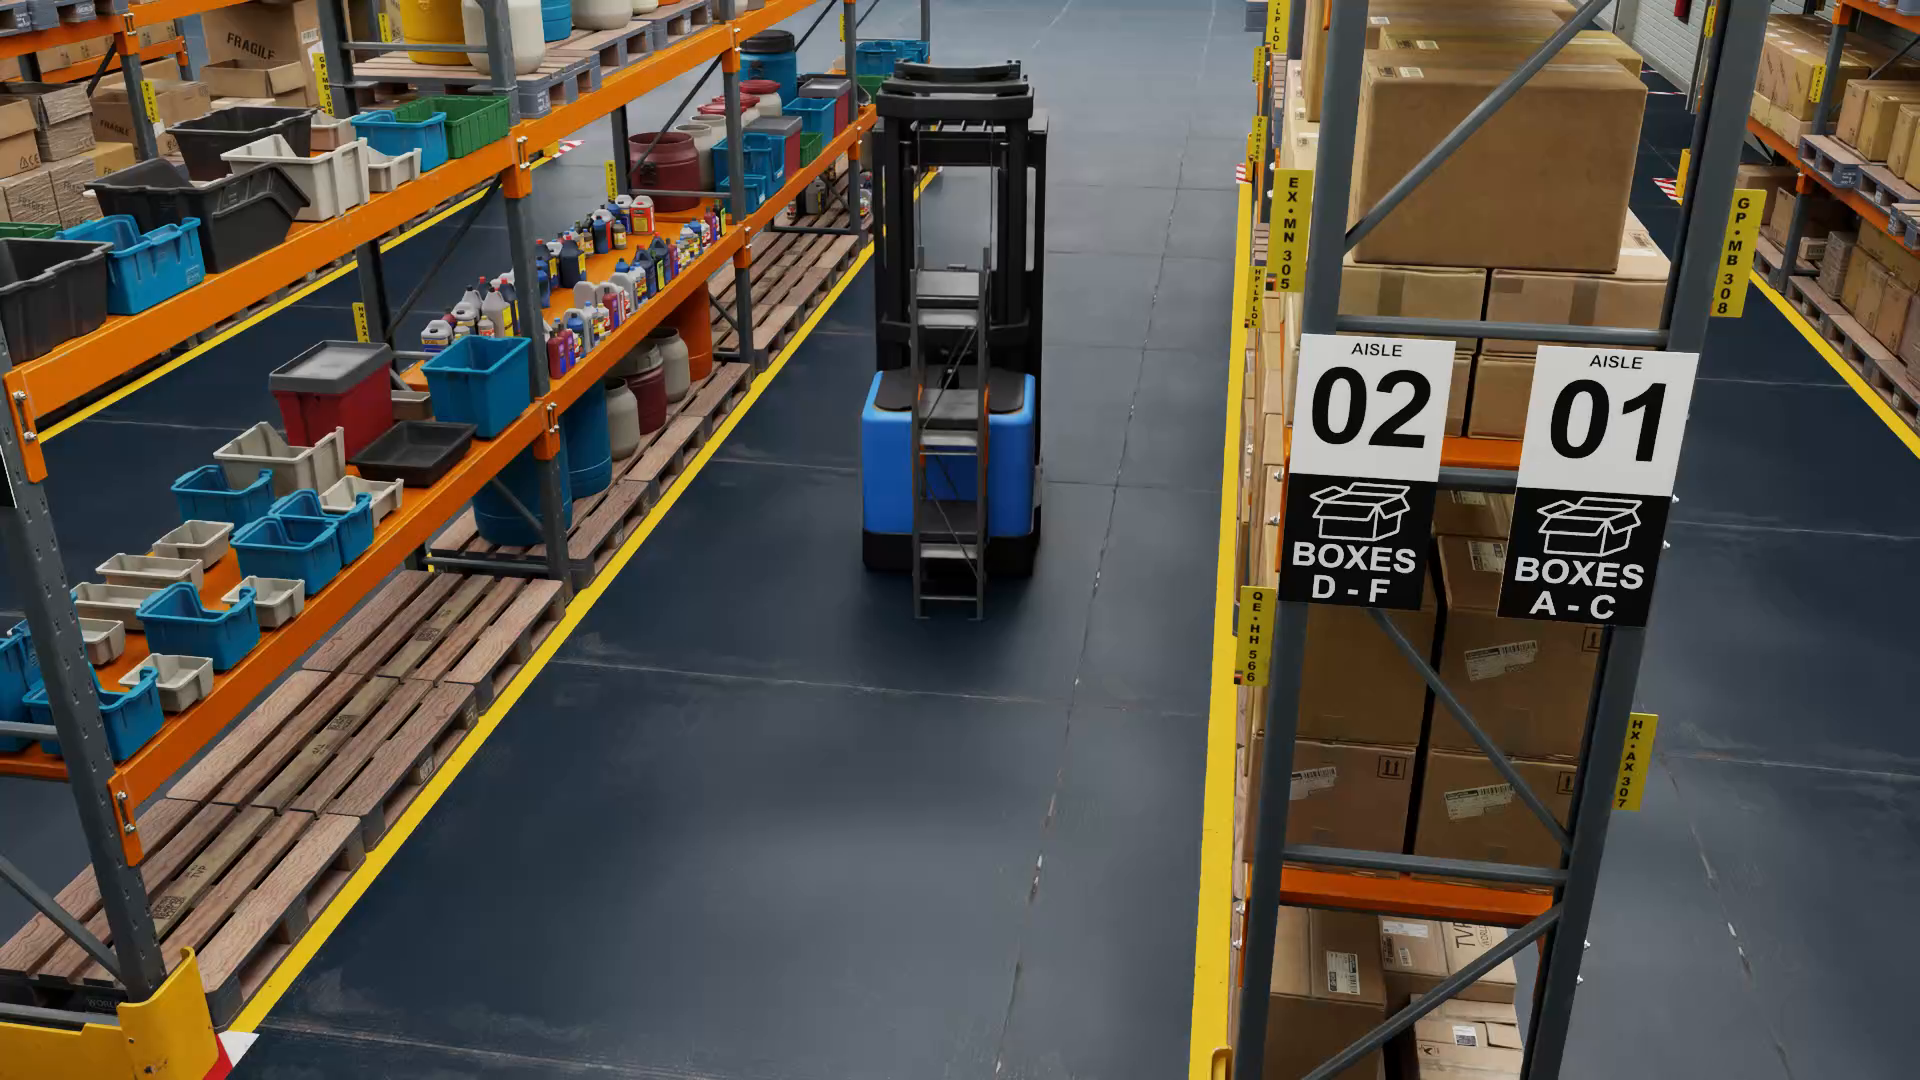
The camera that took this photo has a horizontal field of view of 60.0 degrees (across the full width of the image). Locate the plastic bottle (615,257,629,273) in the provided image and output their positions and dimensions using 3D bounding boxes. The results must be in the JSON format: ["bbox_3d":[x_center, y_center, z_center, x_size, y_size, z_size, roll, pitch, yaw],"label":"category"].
[{"bbox_3d":[-2.250,-1.750,11.103,0.097,0.271,0.097,0,25,0],"label":"plastic bottle"}]

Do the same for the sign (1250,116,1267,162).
[{"bbox_3d":[2.166,-2.909,12.061,0.100,0.325,0.005,4,25,9],"label":"sign"}]

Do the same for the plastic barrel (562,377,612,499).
[{"bbox_3d":[-2.605,-0.782,10.861,0.600,0.901,0.708,4,25,9],"label":"plastic barrel"}]

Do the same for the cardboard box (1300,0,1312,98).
[{"bbox_3d":[1.797,-2.126,6.918,0.700,0.500,0.500,4,25,9],"label":"cardboard box"}]

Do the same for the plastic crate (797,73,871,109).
[{"bbox_3d":[-1.308,-4.547,16.999,0.767,0.338,0.504,4,25,9],"label":"plastic crate"}]

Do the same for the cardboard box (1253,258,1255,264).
[{"bbox_3d":[2.720,-2.211,14.022,0.500,0.311,0.500,4,25,8],"label":"cardboard box"}]

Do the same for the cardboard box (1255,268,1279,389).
[{"bbox_3d":[1.705,-0.995,8.040,0.500,0.500,0.500,5,25,10],"label":"cardboard box"}]

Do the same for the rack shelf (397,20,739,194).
[{"bbox_3d":[-2.499,-2.888,10.693,1.077,0.370,4.000,4,25,9],"label":"rack shelf"}]

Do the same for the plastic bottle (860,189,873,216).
[{"bbox_3d":[-1.008,-3.571,17.534,0.152,0.276,0.135,5,26,10],"label":"plastic bottle"}]

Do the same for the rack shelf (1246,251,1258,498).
[{"bbox_3d":[2.387,-1.185,10.592,1.077,0.370,4.000,4,25,9],"label":"rack shelf"}]

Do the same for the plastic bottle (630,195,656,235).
[{"bbox_3d":[-2.412,-2.467,12.628,0.152,0.276,0.135,4,25,9],"label":"plastic bottle"}]

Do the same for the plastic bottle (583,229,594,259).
[{"bbox_3d":[-2.706,-2.148,12.034,0.097,0.201,0.097,0,25,0],"label":"plastic bottle"}]

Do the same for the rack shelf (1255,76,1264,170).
[{"bbox_3d":[3.694,-4.531,17.740,1.077,0.370,4.000,4,25,9],"label":"rack shelf"}]

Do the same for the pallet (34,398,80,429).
[{"bbox_3d":[-7.464,-0.939,12.507,1.003,0.211,1.213,4,25,9],"label":"pallet"}]

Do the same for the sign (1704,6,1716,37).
[{"bbox_3d":[8.373,-5.781,18.542,0.100,0.325,0.005,4,25,9],"label":"sign"}]

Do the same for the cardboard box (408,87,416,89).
[{"bbox_3d":[-6.020,-4.767,17.693,0.380,0.149,0.250,4,25,9],"label":"cardboard box"}]

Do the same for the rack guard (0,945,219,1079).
[{"bbox_3d":[-3.471,1.797,6.322,1.175,0.500,0.348,4,25,9],"label":"rack guard"}]

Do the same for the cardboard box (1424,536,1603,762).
[{"bbox_3d":[1.739,0.333,5.203,0.500,0.500,0.500,5,26,10],"label":"cardboard box"}]

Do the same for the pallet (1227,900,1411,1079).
[{"bbox_3d":[1.548,1.896,6.450,1.003,0.211,1.213,4,25,9],"label":"pallet"}]

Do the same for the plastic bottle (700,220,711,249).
[{"bbox_3d":[-1.892,-2.260,12.274,0.097,0.201,0.097,0,25,0],"label":"plastic bottle"}]

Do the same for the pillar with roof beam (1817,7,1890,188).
[{"bbox_3d":[5.401,-8.014,17.257,9.100,9.000,0.400,4,25,9],"label":"pillar with roof beam"}]

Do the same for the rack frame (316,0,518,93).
[{"bbox_3d":[-2.826,-3.736,8.117,1.000,3.000,0.127,4,25,9],"label":"rack frame"}]

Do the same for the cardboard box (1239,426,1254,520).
[{"bbox_3d":[2.029,-0.384,10.461,0.500,0.500,0.500,4,25,9],"label":"cardboard box"}]

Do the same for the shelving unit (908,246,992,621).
[{"bbox_3d":[-0.051,-0.587,9.528,0.431,2.100,0.503,2,25,3],"label":"shelving unit"}]

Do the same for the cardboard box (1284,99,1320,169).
[{"bbox_3d":[1.562,-1.588,6.653,0.500,0.250,0.500,4,25,9],"label":"cardboard box"}]

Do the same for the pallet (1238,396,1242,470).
[{"bbox_3d":[2.554,-0.775,12.156,1.003,0.211,1.213,4,25,9],"label":"pallet"}]

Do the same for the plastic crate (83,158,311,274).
[{"bbox_3d":[-2.959,-1.297,6.517,0.504,0.338,0.767,4,25,9],"label":"plastic crate"}]

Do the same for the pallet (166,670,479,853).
[{"bbox_3d":[-3.105,1.066,8.224,1.003,0.211,1.213,4,25,9],"label":"pallet"}]

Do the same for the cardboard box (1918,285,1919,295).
[{"bbox_3d":[7.823,-1.951,12.926,0.500,0.250,0.500,4,25,10],"label":"cardboard box"}]

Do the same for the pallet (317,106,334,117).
[{"bbox_3d":[-6.674,-4.312,16.650,1.003,0.211,1.213,4,25,9],"label":"pallet"}]

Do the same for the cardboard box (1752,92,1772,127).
[{"bbox_3d":[8.190,-4.258,16.462,0.500,0.250,0.500,4,25,8],"label":"cardboard box"}]

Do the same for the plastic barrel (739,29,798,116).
[{"bbox_3d":[-1.881,-4.452,16.131,0.600,0.901,0.708,4,25,9],"label":"plastic barrel"}]

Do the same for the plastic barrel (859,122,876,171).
[{"bbox_3d":[-0.979,-4.611,19.503,0.421,0.512,0.421,0,25,0],"label":"plastic barrel"}]

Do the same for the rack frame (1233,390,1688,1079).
[{"bbox_3d":[1.406,0.998,5.079,1.000,3.000,0.127,4,25,9],"label":"rack frame"}]

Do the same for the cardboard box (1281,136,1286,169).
[{"bbox_3d":[1.651,-1.570,7.205,0.500,0.250,0.500,4,25,9],"label":"cardboard box"}]

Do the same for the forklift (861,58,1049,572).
[{"bbox_3d":[0.010,-1.716,10.958,1.130,2.935,3.031,2,25,3],"label":"forklift"}]

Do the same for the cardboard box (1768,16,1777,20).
[{"bbox_3d":[8.534,-5.454,18.132,0.500,0.500,0.500,4,25,9],"label":"cardboard box"}]

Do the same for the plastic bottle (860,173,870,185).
[{"bbox_3d":[-1.027,-3.896,18.229,0.152,0.276,0.135,4,25,9],"label":"plastic bottle"}]

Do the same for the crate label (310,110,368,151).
[{"bbox_3d":[-3.191,-2.074,8.415,0.293,0.136,0.466,4,25,9],"label":"crate label"}]

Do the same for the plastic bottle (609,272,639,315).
[{"bbox_3d":[-2.186,-1.615,10.807,0.152,0.276,0.135,4,25,9],"label":"plastic bottle"}]

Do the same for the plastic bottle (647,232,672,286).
[{"bbox_3d":[-2.072,-1.929,11.392,0.144,0.351,0.185,4,25,9],"label":"plastic bottle"}]

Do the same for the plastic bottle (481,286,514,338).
[{"bbox_3d":[-2.857,-1.394,10.248,0.144,0.351,0.185,4,25,9],"label":"plastic bottle"}]

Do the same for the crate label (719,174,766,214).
[{"bbox_3d":[-1.734,-2.767,13.320,0.303,0.233,0.416,4,25,9],"label":"crate label"}]

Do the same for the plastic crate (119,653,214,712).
[{"bbox_3d":[-2.981,0.537,6.305,0.250,0.136,0.298,4,25,9],"label":"plastic crate"}]

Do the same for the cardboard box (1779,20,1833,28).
[{"bbox_3d":[8.949,-5.211,17.613,0.500,0.500,0.500,4,25,9],"label":"cardboard box"}]

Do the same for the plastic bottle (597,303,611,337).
[{"bbox_3d":[-2.237,-1.378,10.389,0.097,0.201,0.097,0,25,0],"label":"plastic bottle"}]

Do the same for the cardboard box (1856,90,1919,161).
[{"bbox_3d":[8.040,-3.480,14.009,0.700,0.500,0.500,7,26,14],"label":"cardboard box"}]

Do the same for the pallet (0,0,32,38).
[{"bbox_3d":[-7.292,-3.567,11.518,1.003,0.211,1.213,5,26,11],"label":"pallet"}]

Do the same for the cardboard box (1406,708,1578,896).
[{"bbox_3d":[1.739,0.786,5.415,0.500,0.500,0.500,5,25,10],"label":"cardboard box"}]

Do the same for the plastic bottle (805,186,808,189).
[{"bbox_3d":[-1.667,-3.734,17.795,0.144,0.351,0.185,3,25,6],"label":"plastic bottle"}]

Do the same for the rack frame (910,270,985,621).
[{"bbox_3d":[-0.066,-0.484,9.307,0.400,2.100,0.015,2,25,3],"label":"rack frame"}]

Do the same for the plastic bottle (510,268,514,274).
[{"bbox_3d":[-2.879,-1.667,10.920,0.152,0.276,0.135,4,25,9],"label":"plastic bottle"}]

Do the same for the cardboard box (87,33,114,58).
[{"bbox_3d":[-10.928,-6.220,20.323,0.875,0.550,0.550,4,25,9],"label":"cardboard box"}]
